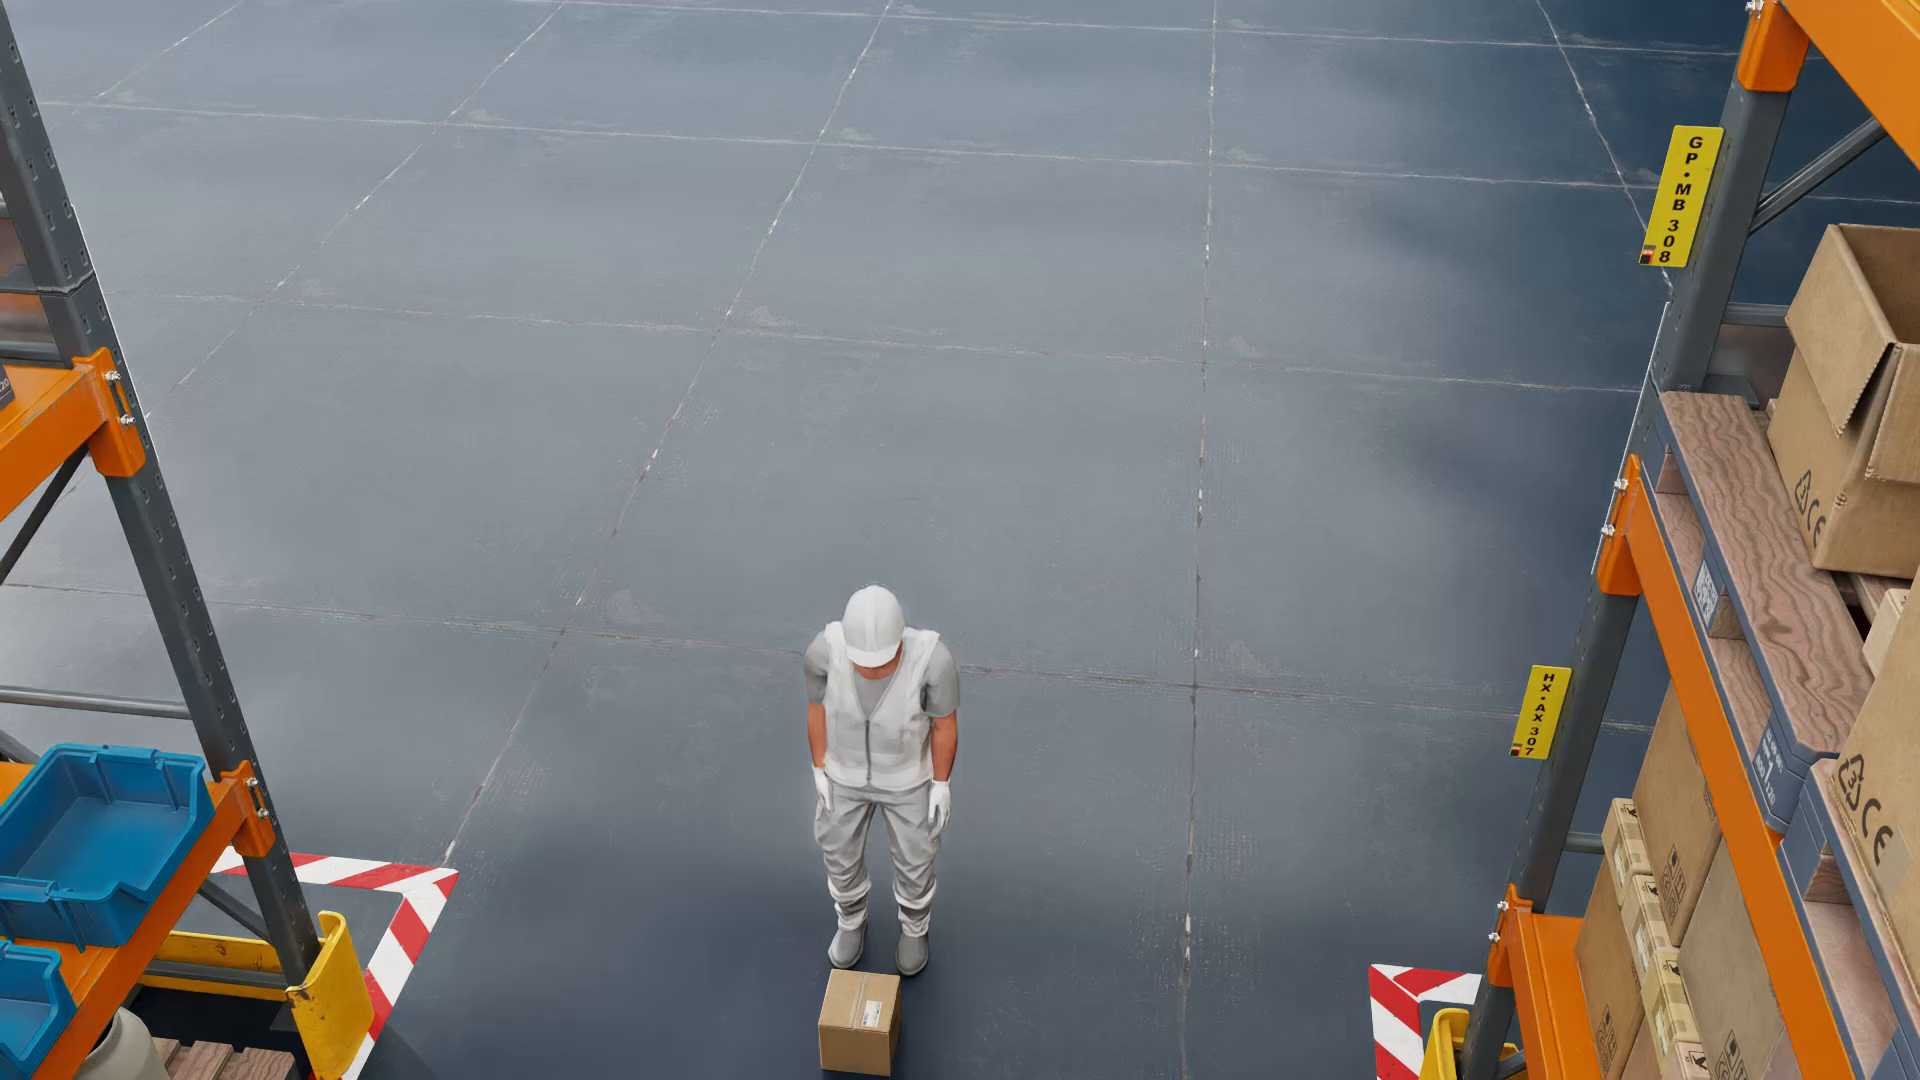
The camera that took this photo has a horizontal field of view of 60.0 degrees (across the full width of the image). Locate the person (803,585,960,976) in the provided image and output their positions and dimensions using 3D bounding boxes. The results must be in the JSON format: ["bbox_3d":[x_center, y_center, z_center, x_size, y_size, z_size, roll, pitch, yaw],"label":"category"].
[{"bbox_3d":[-0.273,0.849,5.871,0.536,1.757,0.413,5,36,7],"label":"person"}]
